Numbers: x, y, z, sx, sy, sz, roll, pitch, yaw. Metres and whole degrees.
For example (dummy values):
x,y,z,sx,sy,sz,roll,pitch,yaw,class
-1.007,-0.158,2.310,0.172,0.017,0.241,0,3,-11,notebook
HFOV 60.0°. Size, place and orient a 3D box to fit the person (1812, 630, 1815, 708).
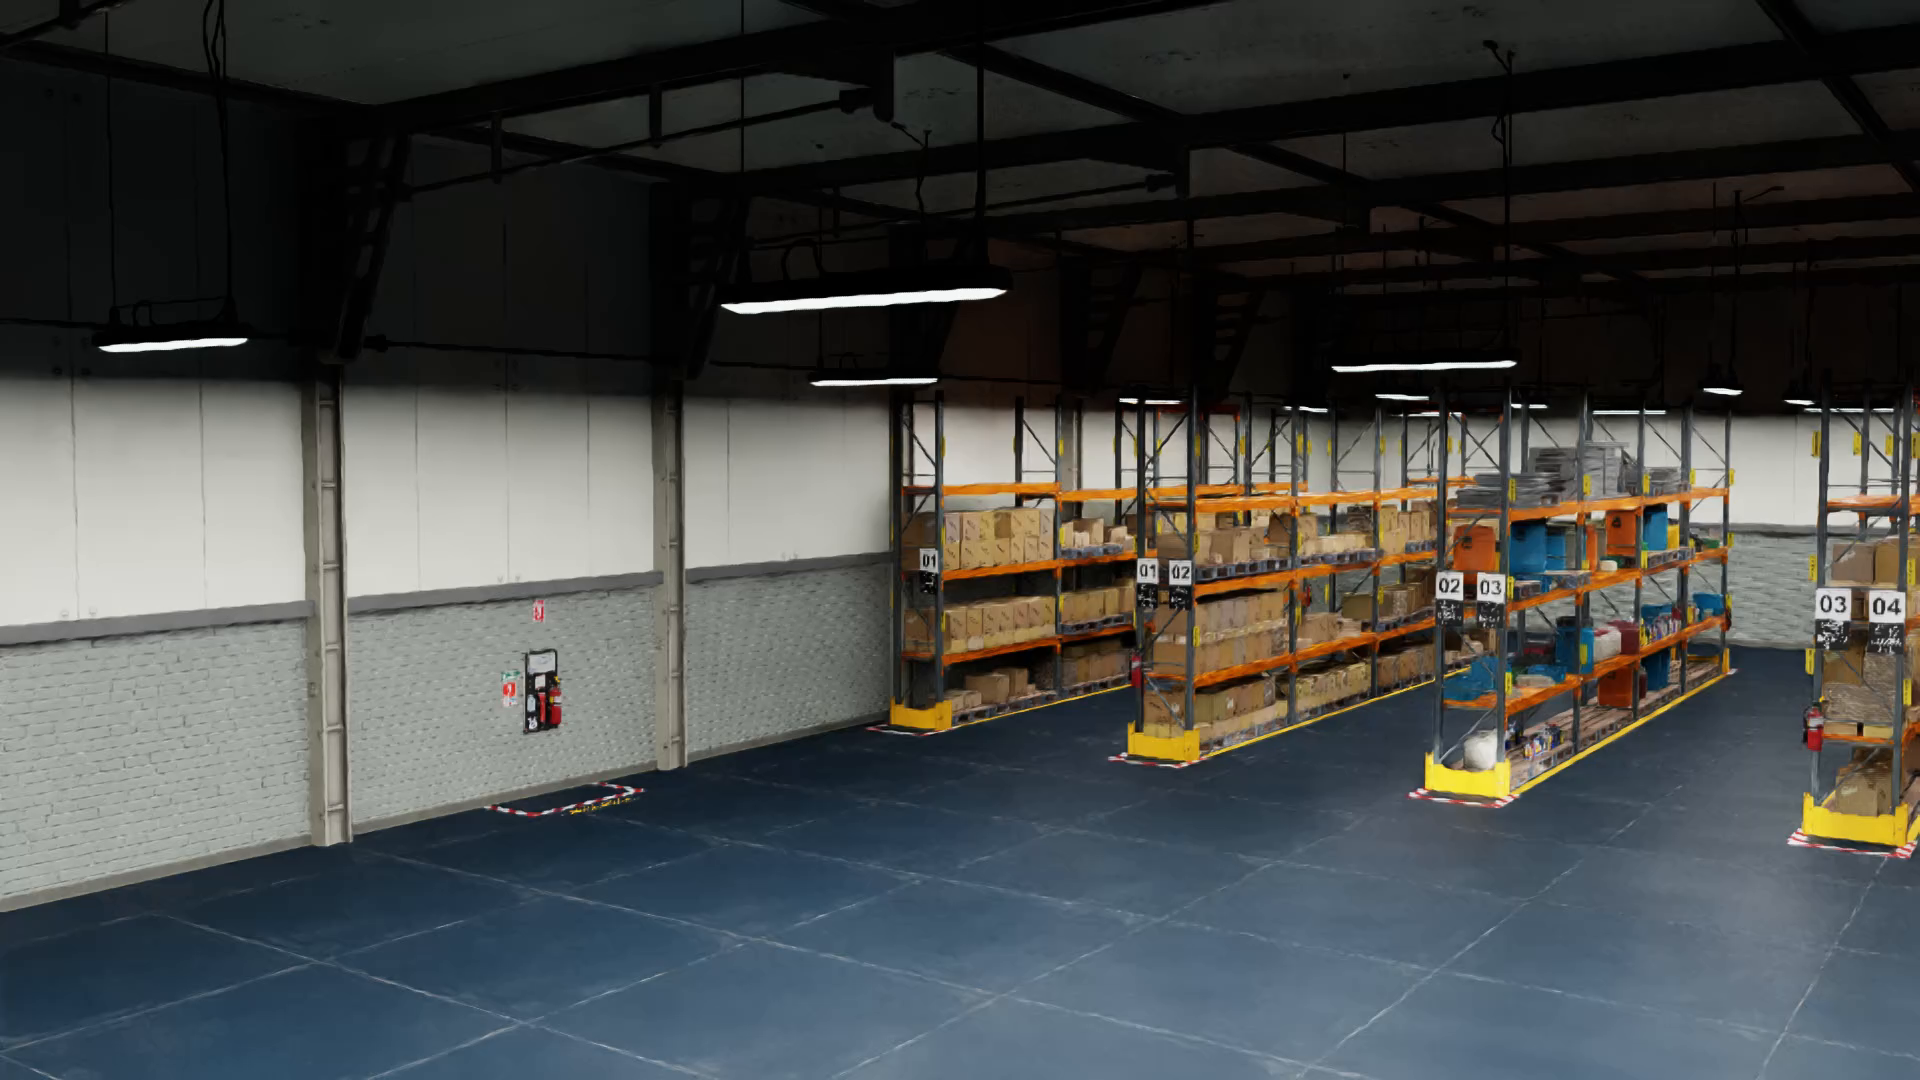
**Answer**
x,y,z,sx,sy,sz,roll,pitch,yaw,class
16.441,2.367,31.653,0.451,1.679,0.540,0,3,6,person
